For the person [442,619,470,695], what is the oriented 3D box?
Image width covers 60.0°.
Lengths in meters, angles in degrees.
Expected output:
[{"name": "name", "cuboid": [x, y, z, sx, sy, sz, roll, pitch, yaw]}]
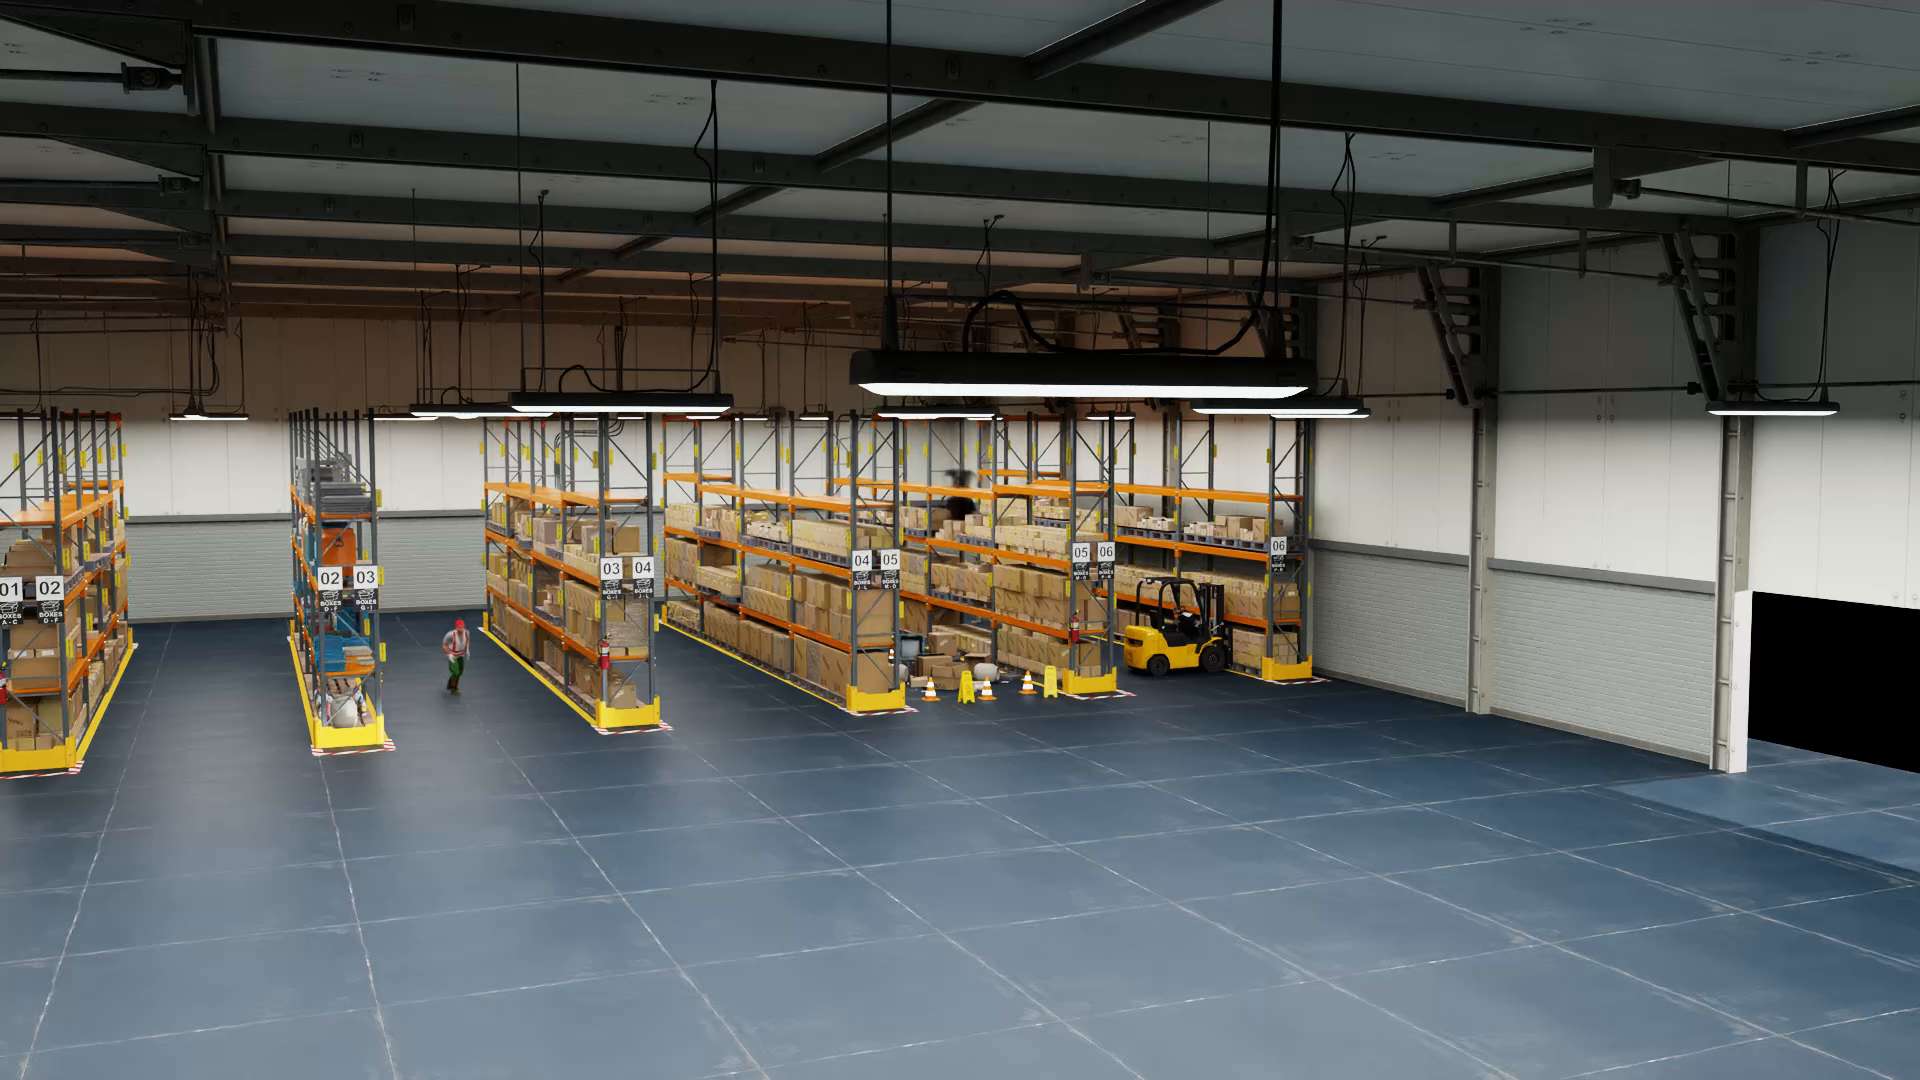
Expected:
[{"name": "person", "cuboid": [-10.630, 2.456, 35.023, 0.914, 1.642, 0.686, 3, 5, 32]}]

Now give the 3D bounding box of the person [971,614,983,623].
[{"name": "person", "cuboid": [0.488, 1.591, 47.671, 0.558, 1.611, 0.559, 3, 5, 40]}]

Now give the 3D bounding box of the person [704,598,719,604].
[{"name": "person", "cuboid": [-7.498, 1.361, 49.639, 0.992, 1.728, 0.633, -3, 5, -33]}]
